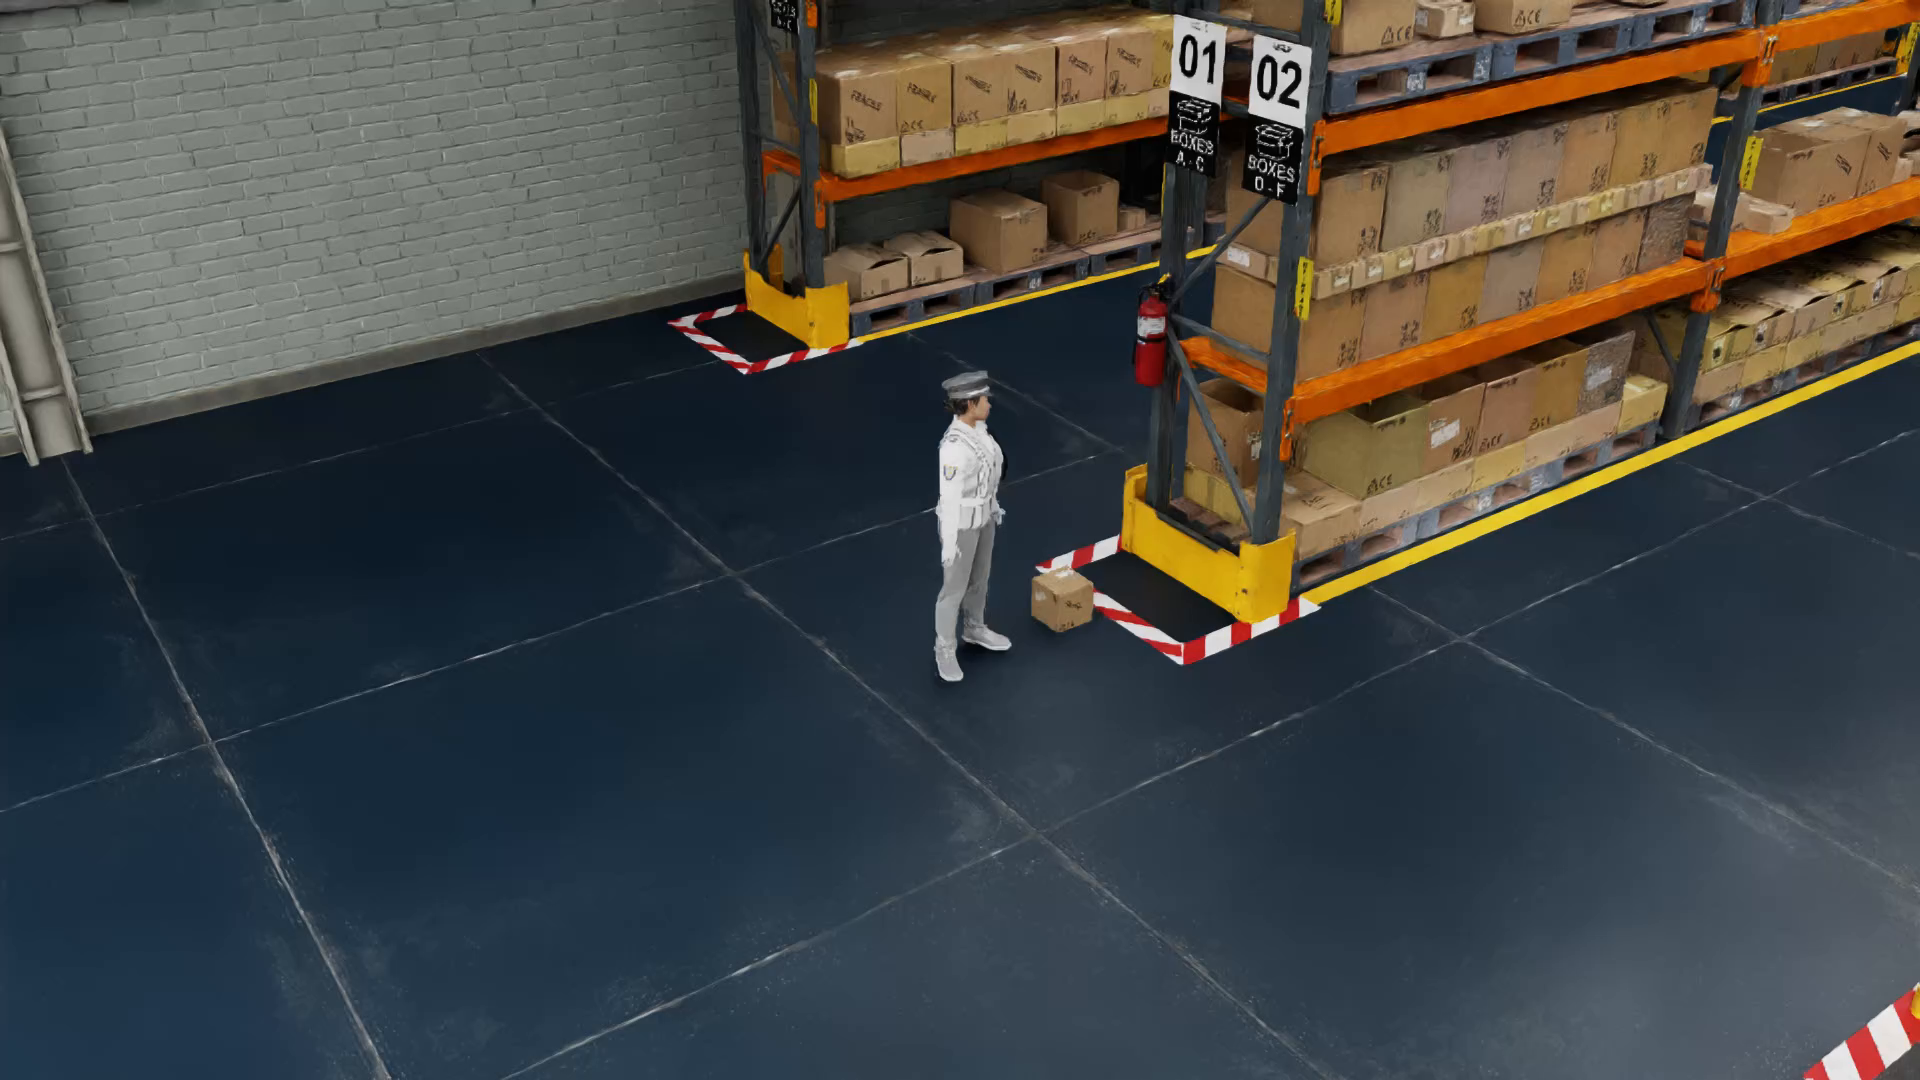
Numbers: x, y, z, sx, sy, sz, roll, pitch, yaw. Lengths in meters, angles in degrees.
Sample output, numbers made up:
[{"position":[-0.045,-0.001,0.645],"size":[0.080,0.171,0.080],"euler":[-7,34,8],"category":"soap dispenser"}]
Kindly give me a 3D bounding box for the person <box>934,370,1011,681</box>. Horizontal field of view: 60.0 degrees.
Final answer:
[{"position":[0.063,-0.096,8.743],"size":[0.359,1.679,0.581],"euler":[11,31,19],"category":"person"}]
